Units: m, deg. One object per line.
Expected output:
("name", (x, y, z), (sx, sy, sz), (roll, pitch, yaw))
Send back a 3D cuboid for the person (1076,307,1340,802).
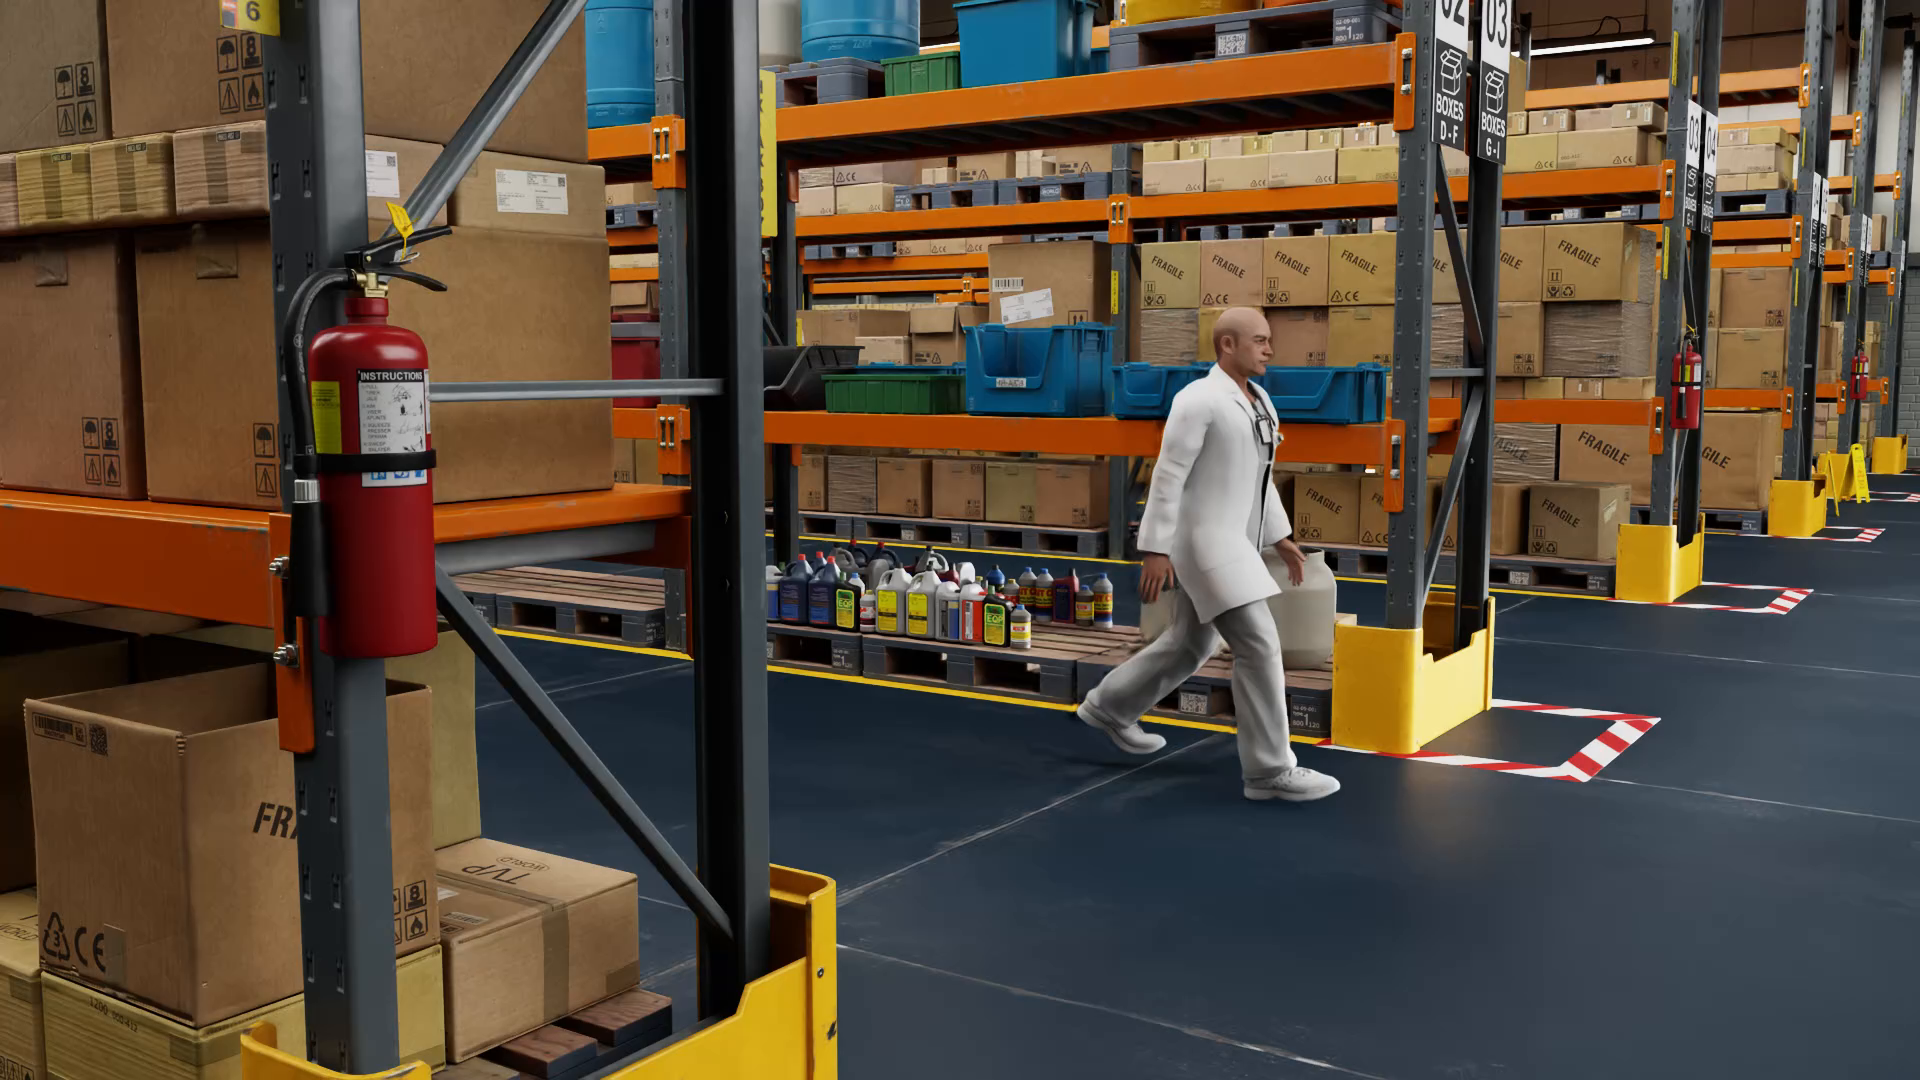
("person", (0.896, 0.030, 6.041), (1.123, 1.737, 0.635), (4, 7, 31))
